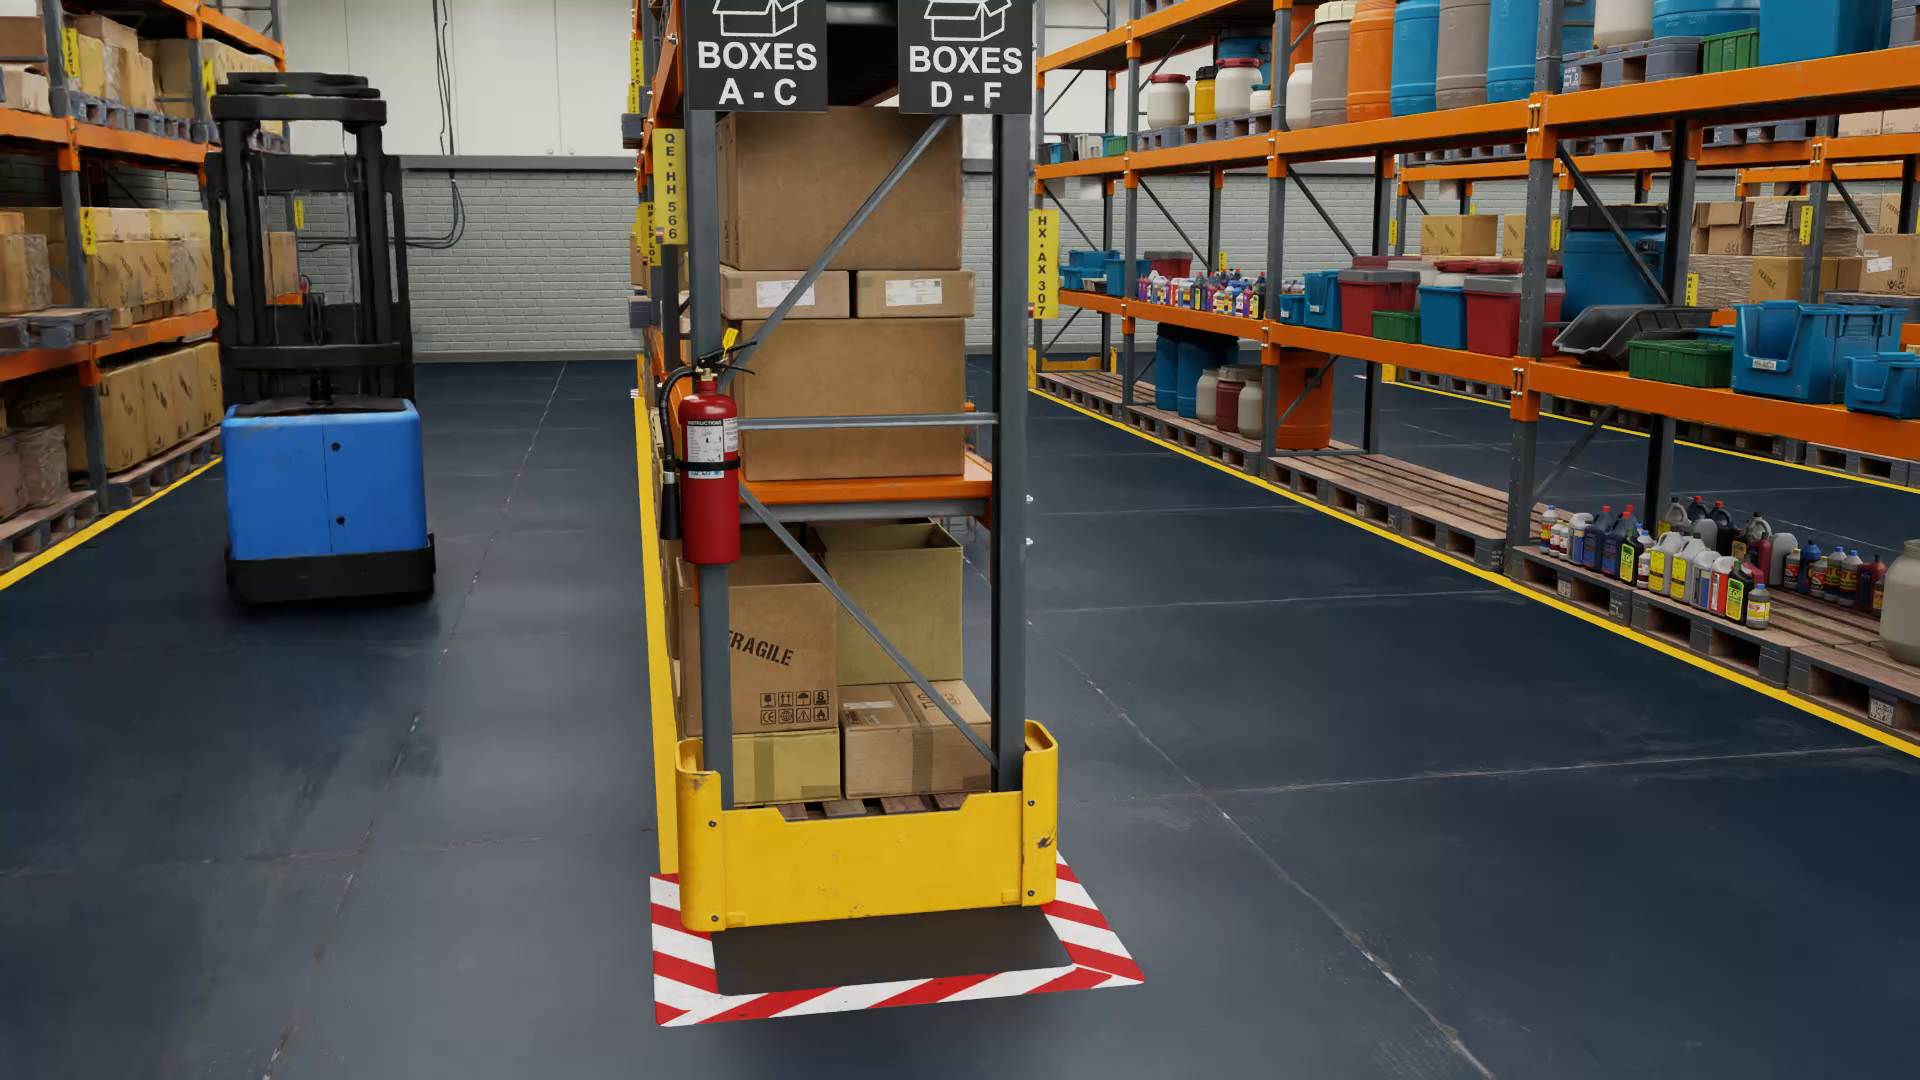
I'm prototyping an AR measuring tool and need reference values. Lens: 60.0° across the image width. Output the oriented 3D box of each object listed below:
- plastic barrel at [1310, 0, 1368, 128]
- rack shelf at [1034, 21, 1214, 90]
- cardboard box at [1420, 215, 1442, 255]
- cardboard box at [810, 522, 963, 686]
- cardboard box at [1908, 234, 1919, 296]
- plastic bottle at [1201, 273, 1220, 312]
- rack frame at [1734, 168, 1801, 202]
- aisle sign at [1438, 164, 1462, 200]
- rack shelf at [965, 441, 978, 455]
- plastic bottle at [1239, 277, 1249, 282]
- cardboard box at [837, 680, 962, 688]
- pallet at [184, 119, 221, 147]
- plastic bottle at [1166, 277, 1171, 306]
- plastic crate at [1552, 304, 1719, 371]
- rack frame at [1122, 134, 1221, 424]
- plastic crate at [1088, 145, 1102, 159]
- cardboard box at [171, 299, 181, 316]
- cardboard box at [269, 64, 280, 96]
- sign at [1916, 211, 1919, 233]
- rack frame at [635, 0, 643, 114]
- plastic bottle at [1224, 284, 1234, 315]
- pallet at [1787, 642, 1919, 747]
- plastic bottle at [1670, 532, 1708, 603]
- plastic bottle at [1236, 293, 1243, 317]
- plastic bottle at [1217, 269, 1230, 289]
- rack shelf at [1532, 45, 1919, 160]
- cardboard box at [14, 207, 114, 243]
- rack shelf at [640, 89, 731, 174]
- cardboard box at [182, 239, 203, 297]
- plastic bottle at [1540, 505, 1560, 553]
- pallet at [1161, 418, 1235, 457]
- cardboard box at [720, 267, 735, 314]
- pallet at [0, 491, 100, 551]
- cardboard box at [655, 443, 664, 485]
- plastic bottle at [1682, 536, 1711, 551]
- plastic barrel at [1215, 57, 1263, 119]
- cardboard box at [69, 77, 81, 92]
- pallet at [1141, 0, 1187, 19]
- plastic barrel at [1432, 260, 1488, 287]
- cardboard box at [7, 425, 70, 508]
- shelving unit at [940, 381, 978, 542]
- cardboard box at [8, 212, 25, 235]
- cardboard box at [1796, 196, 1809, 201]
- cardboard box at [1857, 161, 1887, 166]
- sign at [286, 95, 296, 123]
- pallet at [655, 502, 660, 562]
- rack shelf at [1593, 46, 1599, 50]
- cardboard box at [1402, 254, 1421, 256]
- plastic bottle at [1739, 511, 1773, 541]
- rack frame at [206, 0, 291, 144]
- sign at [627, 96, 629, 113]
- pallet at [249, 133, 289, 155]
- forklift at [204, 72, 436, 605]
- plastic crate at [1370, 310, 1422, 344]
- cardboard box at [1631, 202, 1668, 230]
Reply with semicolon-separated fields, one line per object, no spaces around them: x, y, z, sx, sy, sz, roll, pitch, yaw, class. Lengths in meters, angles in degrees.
2.954;-3.558;12.503;0.600;0.901;0.600;0;11;0;plastic barrel
1.840;-5.494;18.989;1.077;0.370;4.000;-2;11;-11;rack shelf
6.236;-3.895;21.239;0.500;0.500;0.500;-2;11;-12;cardboard box
-0.281;0.228;6.200;0.500;0.500;0.500;-2;11;-11;cardboard box
8.217;-2.236;13.529;0.700;0.500;0.500;0;11;-3;cardboard box
2.298;-2.271;15.239;0.144;0.351;0.185;-2;11;-11;plastic bottle
11.195;-3.806;23.169;1.000;3.000;0.127;-2;11;-11;rack frame
6.590;-4.945;22.202;0.394;0.787;0.004;-2;11;-11;aisle sign
-0.010;-0.515;11.152;0.215;0.259;0.240;-2;11;-11;rack shelf
2.792;-2.449;16.373;0.152;0.276;0.135;-2;11;-11;plastic bottle
-0.283;0.597;6.270;0.500;0.250;0.500;-2;11;-11;cardboard box
-7.637;-3.950;16.143;1.003;0.211;1.213;-2;11;-11;pallet
2.055;-2.427;16.238;0.061;0.283;0.133;-2;11;-11;plastic bottle
3.762;-1.132;9.286;0.767;0.338;0.504;-2;11;-11;plastic crate
2.229;-2.730;17.518;1.000;3.000;0.127;-2;11;-11;rack frame
1.609;-4.293;18.415;0.293;0.136;0.466;-2;11;-11;plastic crate
-6.975;-2.016;14.386;0.380;0.149;0.250;-2;11;-11;cardboard box
-7.856;-5.003;18.441;0.500;0.500;0.500;-2;11;-11;cardboard box
8.396;-2.728;14.622;0.100;0.325;0.005;-2;11;-11;sign
-2.630;-5.498;16.014;1.000;3.000;0.127;-2;11;-11;rack frame
2.385;-2.127;14.696;0.097;0.271;0.097;0;11;0;plastic bottle
4.350;0.679;7.063;1.003;0.211;1.213;-2;11;-11;pallet
3.691;0.132;8.388;0.144;0.351;0.185;-2;11;-9;plastic bottle
2.442;-2.040;14.421;0.097;0.201;0.097;0;11;0;plastic bottle
2.624;-2.510;16.493;0.144;0.351;0.185;-2;11;-11;plastic bottle
4.174;-2.016;7.668;1.077;0.370;4.000;-2;11;-11;rack shelf
-6.551;-2.308;12.176;0.500;0.250;0.500;-2;11;-10;cardboard box
-1.463;-2.570;10.580;1.077;0.370;4.000;-2;11;-11;rack shelf
-7.043;-2.406;14.699;0.500;0.500;0.500;-2;11;-11;cardboard box
3.417;-0.064;9.632;0.097;0.271;0.097;0;11;0;plastic bottle
2.579;-0.993;15.849;1.003;0.211;1.213;-2;11;-11;pallet
-0.610;-0.829;5.525;0.380;0.149;0.250;-2;11;-10;cardboard box
-6.560;-0.123;11.278;1.003;0.211;1.213;-2;11;-11;pallet
-1.636;-0.465;10.348;0.500;0.311;0.500;-2;11;-11;cardboard box
3.795;0.125;8.626;0.152;0.276;0.135;-2;11;-11;plastic bottle
2.515;-4.063;15.010;0.433;0.535;0.433;0;11;0;plastic barrel
-7.016;-3.557;12.396;0.700;0.500;0.500;-3;11;-14;cardboard box
2.420;-5.237;16.220;1.003;0.211;1.213;-2;11;-11;pallet
3.588;-1.727;11.884;0.433;0.535;0.433;0;11;0;plastic barrel
-6.519;-0.494;11.279;0.700;0.500;0.500;-2;11;-10;cardboard box
-0.010;-0.526;11.150;0.215;1.050;0.252;-2;11;-11;shelving unit
-6.614;-2.158;11.333;0.380;0.149;0.250;-4;11;-18;cardboard box
11.205;-4.212;21.564;0.500;0.500;0.500;-2;11;-12;cardboard box
11.427;-4.737;20.442;0.500;0.250;0.500;-2;11;-12;cardboard box
-7.731;-4.990;19.214;0.100;0.325;0.005;-2;11;-11;sign
-1.496;-0.071;11.007;1.003;0.211;1.213;-2;11;-11;pallet
6.699;-5.674;19.935;1.077;0.370;4.000;-2;11;-11;rack shelf
6.138;-3.618;21.791;0.500;0.250;0.500;-2;11;-13;cardboard box
4.293;0.024;8.954;0.144;0.351;0.185;-2;11;-11;plastic bottle
-8.266;-6.051;18.918;1.000;3.000;0.127;-2;11;-11;rack frame
-3.940;-5.167;19.963;0.100;0.325;0.005;-2;11;-11;sign
-8.112;-4.398;18.494;1.003;0.211;1.213;-2;11;-11;pallet
-3.975;-1.316;10.272;1.130;2.935;3.031;-4;12;-20;forklift
3.170;-1.468;11.453;0.450;0.188;0.662;-2;11;-11;plastic crate
7.342;-3.209;17.083;0.797;0.503;0.637;-2;11;-10;cardboard box
